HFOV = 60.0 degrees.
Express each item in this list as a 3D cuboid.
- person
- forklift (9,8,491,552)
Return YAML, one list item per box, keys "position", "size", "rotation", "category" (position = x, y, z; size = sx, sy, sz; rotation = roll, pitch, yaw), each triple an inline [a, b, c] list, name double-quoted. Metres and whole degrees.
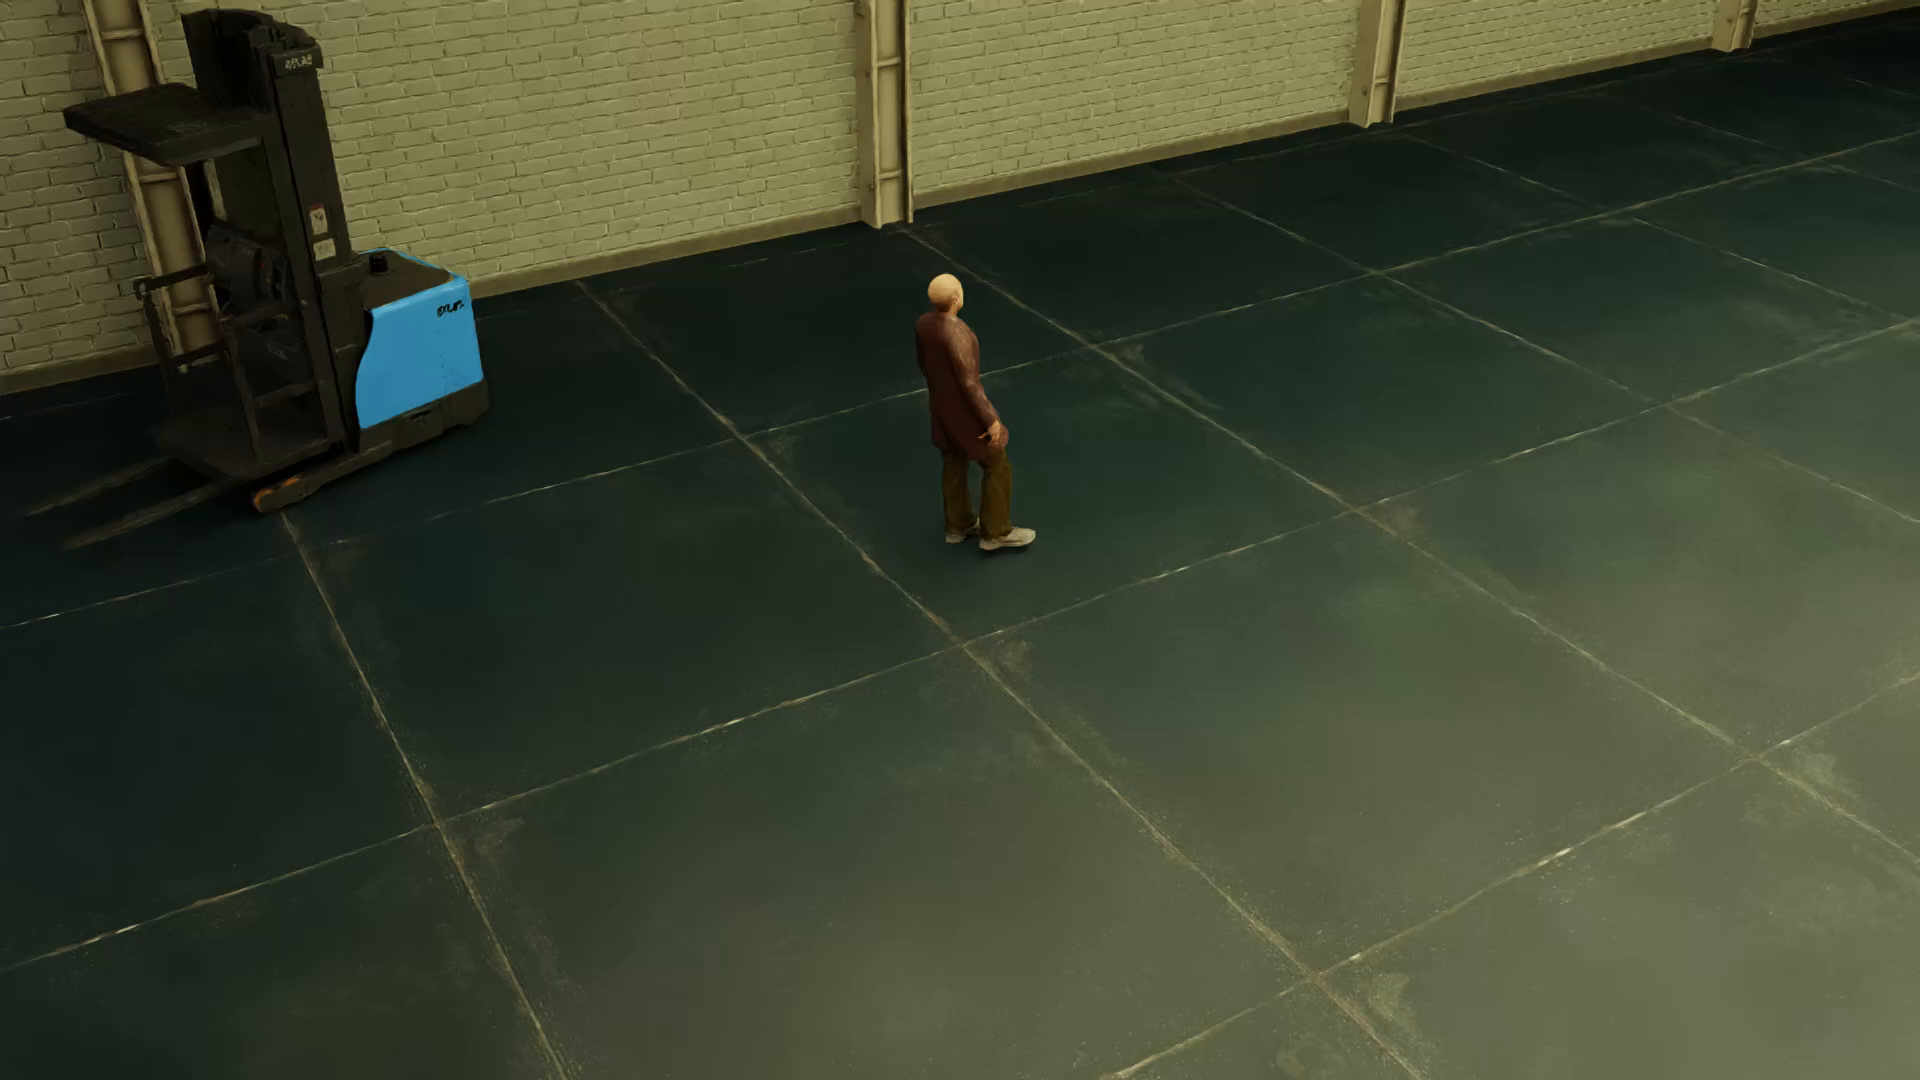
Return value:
- position: [0.079, -0.792, 10.075]
  size: [0.586, 1.775, 0.694]
  rotation: [-17, 35, -26]
  category: "person"
- position: [-4.689, -1.711, 10.505]
  size: [1.130, 2.935, 3.031]
  rotation: [23, 38, 33]
  category: "forklift"
